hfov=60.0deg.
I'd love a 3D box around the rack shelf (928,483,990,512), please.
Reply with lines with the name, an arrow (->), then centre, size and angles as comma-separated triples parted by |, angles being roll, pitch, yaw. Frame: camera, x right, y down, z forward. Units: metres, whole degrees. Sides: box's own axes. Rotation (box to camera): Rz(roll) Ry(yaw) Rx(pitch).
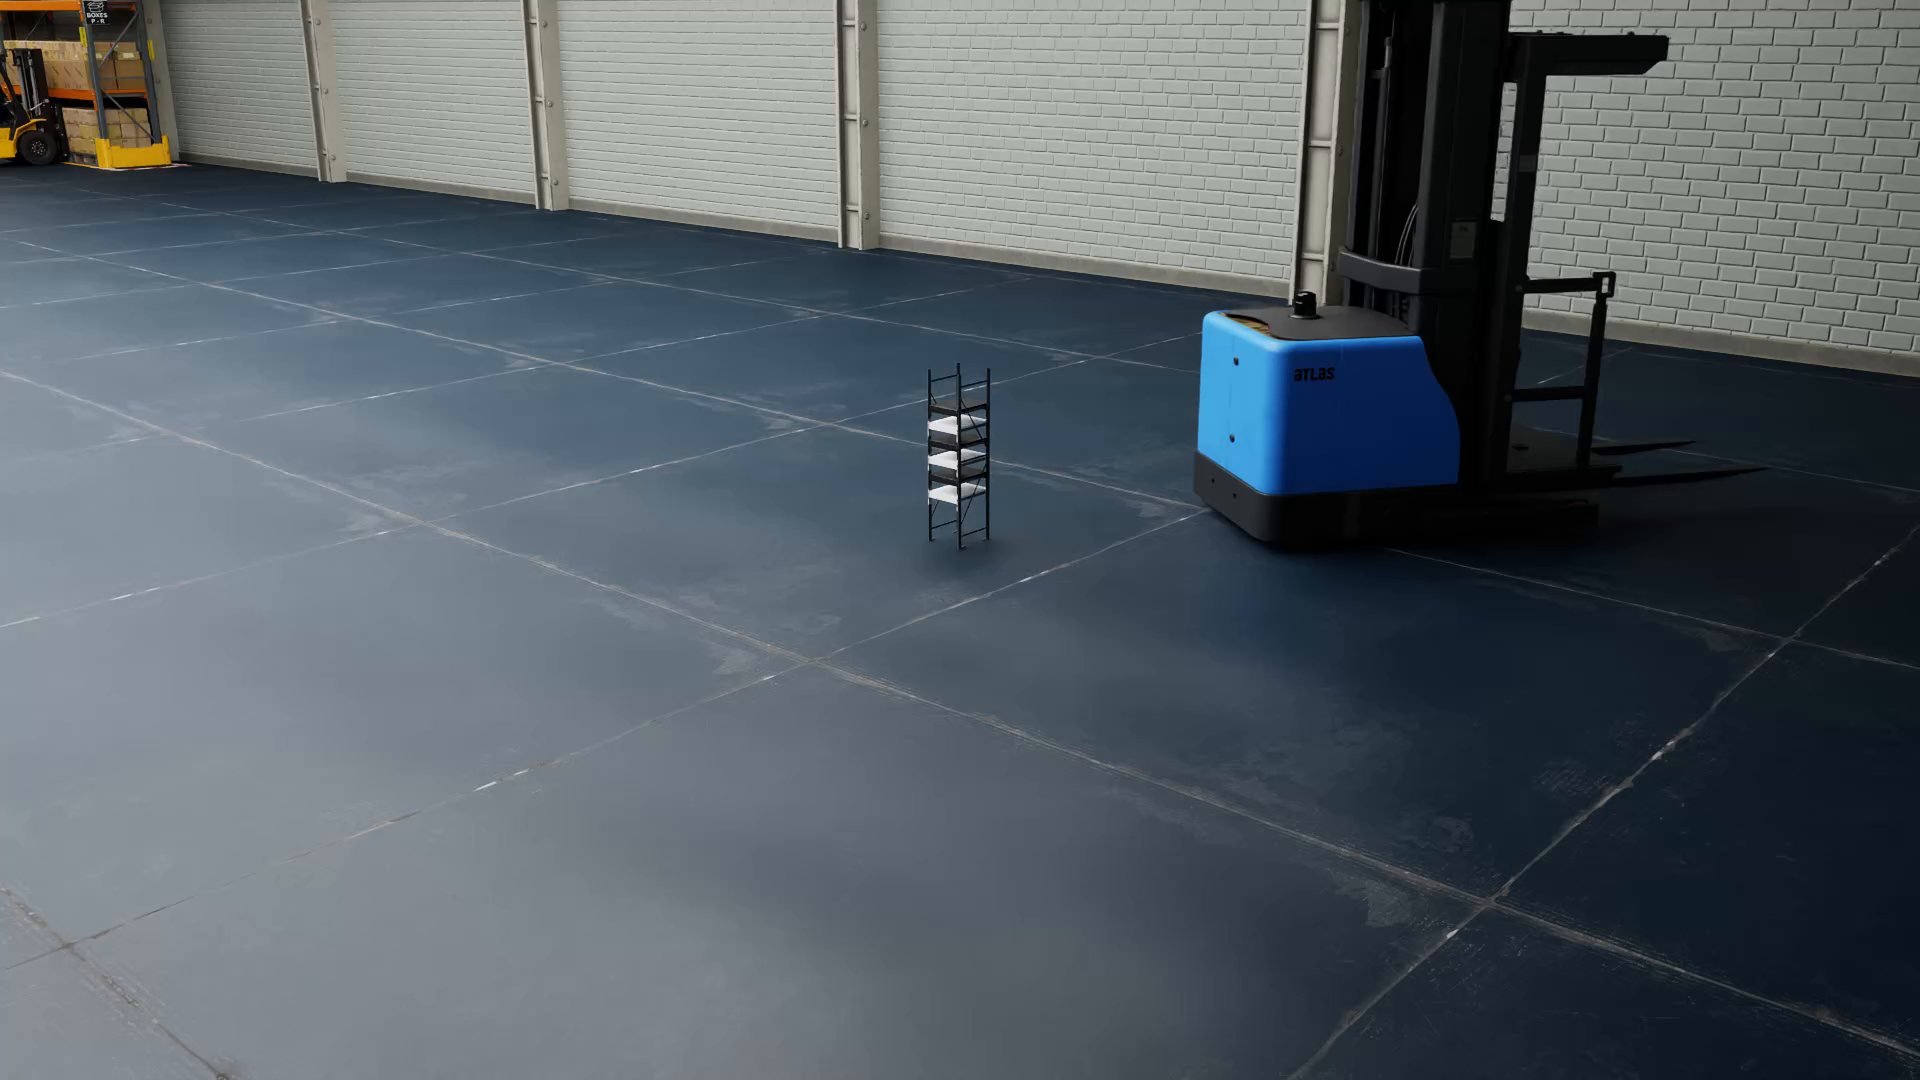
rack shelf -> -0.006, -0.227, 8.545 | 0.200, 0.077, 0.258 | 15, 23, 39

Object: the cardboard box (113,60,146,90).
cardboard box -> -14.895, -8.316, 29.691 | 0.500, 0.500, 0.500 | 16, 24, 41

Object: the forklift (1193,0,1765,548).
forklift -> 2.865, -1.571, 8.717 | 3.031, 2.935, 1.130 | -4, 18, -13

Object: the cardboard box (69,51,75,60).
cardboard box -> -15.519, -8.580, 29.450 | 0.250, 0.149, 0.380 | 16, 23, 40

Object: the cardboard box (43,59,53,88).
cardboard box -> -16.400, -8.501, 30.273 | 0.500, 0.500, 0.500 | 15, 23, 40

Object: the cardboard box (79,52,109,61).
cardboard box -> -15.155, -8.469, 29.101 | 0.250, 0.149, 0.380 | 15, 23, 40

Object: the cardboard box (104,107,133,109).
cardboard box -> -15.319, -7.711, 30.149 | 0.500, 0.250, 0.500 | 15, 23, 39

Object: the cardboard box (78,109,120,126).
cardboard box -> -15.261, -7.494, 29.465 | 0.500, 0.250, 0.500 | 16, 24, 41

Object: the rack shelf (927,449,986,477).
rack shelf -> -0.006, -0.399, 8.491 | 0.200, 0.077, 0.258 | 15, 23, 39

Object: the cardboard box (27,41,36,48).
cardboard box -> -16.871, -9.075, 30.517 | 0.250, 0.149, 0.380 | 15, 23, 38

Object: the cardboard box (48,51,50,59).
cardboard box -> -16.257, -8.792, 30.118 | 0.250, 0.149, 0.380 | 15, 23, 39

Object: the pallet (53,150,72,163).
pallet -> -16.217, -7.166, 30.843 | 1.213, 0.211, 1.003 | 15, 23, 39

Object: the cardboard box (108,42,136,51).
cardboard box -> -14.819, -8.720, 29.401 | 0.250, 0.149, 0.380 | 14, 23, 38

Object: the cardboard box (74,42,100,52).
cardboard box -> -15.322, -8.671, 29.247 | 0.250, 0.149, 0.380 | 15, 23, 39

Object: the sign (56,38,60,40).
sign -> -17.334, -9.485, 31.979 | 0.005, 0.325, 0.100 | 15, 23, 39

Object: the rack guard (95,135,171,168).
rack guard -> -14.691, -6.910, 29.558 | 0.348, 0.500, 1.175 | 15, 23, 39

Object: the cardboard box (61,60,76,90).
cardboard box -> -15.634, -8.299, 29.639 | 0.500, 0.500, 0.500 | 16, 24, 41

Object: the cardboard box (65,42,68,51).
cardboard box -> -15.673, -8.785, 29.604 | 0.250, 0.149, 0.380 | 15, 23, 40

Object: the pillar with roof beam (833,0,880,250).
pillar with roof beam -> -4.026, -6.721, 14.913 | 0.400, 9.000, 9.100 | 15, 23, 39

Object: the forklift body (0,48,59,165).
forklift body -> -17.339, -7.669, 29.222 | 1.214, 2.155, 2.313 | 15, 23, 39

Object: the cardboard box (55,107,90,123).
cardboard box -> -16.031, -7.694, 30.096 | 0.500, 0.250, 0.500 | 15, 23, 40

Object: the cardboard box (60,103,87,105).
cardboard box -> -16.816, -8.122, 31.443 | 0.500, 0.250, 0.500 | 15, 23, 38

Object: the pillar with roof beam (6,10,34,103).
pillar with roof beam -> -21.977, -11.540, 30.097 | 0.400, 9.000, 9.100 | 15, 23, 39

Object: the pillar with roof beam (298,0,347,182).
pillar with roof beam -> -13.002, -9.131, 22.505 | 0.400, 9.000, 9.100 | 15, 23, 39

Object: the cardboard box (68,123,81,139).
cardboard box -> -15.649, -7.364, 29.882 | 0.500, 0.250, 0.500 | 15, 23, 39

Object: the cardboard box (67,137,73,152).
cardboard box -> -16.004, -7.223, 30.264 | 0.500, 0.250, 0.500 | 15, 23, 40

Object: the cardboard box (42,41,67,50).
cardboard box -> -16.445, -8.990, 30.251 | 0.250, 0.149, 0.380 | 15, 23, 39

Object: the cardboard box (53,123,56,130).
cardboard box -> -16.421, -7.564, 30.513 | 0.500, 0.250, 0.500 | 15, 23, 39

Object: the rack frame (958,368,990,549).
rack frame -> 0.070, -0.410, 8.416 | 0.006, 0.900, 0.240 | 15, 23, 39

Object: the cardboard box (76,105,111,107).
cardboard box -> -16.065, -7.918, 30.802 | 0.500, 0.250, 0.500 | 14, 23, 38

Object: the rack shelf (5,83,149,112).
rack shelf -> -16.205, -8.165, 30.569 | 4.000, 0.370, 1.077 | 15, 23, 39

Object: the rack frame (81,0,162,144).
rack frame -> -14.709, -8.106, 29.195 | 0.127, 3.000, 1.000 | 15, 23, 39

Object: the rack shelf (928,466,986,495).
rack shelf -> -0.006, -0.313, 8.518 | 0.200, 0.077, 0.258 | 15, 23, 39

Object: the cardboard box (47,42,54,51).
cardboard box -> -16.138, -8.863, 29.849 | 0.250, 0.149, 0.380 | 16, 23, 40

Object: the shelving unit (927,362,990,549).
shelving unit -> -0.006, -0.431, 8.481 | 0.210, 0.900, 0.258 | 15, 23, 39

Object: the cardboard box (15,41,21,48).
cardboard box -> -17.392, -9.249, 31.066 | 0.250, 0.149, 0.380 | 15, 23, 40

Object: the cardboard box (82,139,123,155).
cardboard box -> -15.270, -7.019, 29.619 | 0.500, 0.250, 0.500 | 15, 23, 40

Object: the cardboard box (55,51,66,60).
cardboard box -> -15.928, -8.675, 29.750 | 0.250, 0.149, 0.380 | 14, 22, 38

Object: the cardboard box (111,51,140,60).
cardboard box -> -14.791, -8.590, 29.481 | 0.250, 0.149, 0.380 | 14, 23, 38

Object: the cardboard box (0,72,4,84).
cardboard box -> -18.252, -8.880, 31.881 | 0.500, 0.250, 0.500 | 16, 23, 40

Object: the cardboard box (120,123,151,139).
cardboard box -> -14.923, -7.375, 29.917 | 0.500, 0.250, 0.500 | 16, 23, 40
